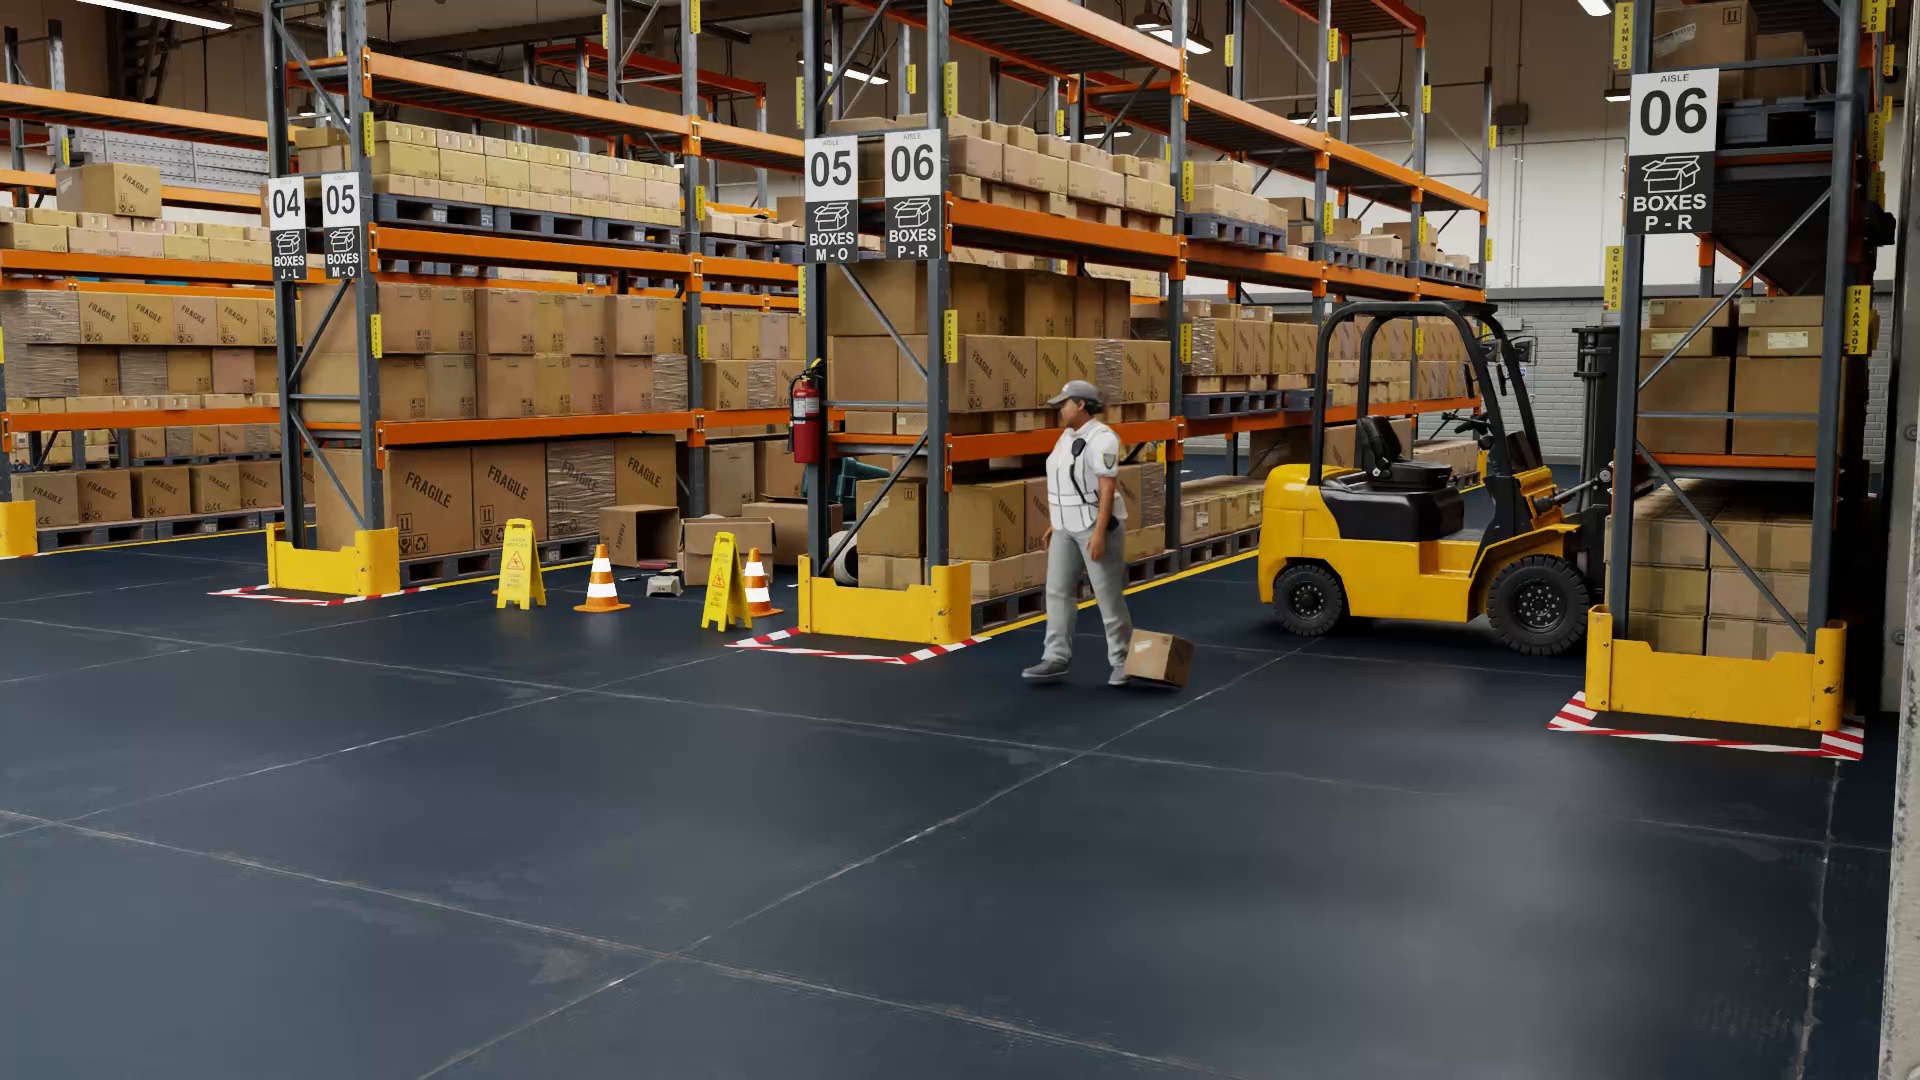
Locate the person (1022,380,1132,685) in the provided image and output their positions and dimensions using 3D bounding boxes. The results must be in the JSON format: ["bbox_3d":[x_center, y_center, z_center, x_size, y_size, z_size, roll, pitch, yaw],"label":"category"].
[{"bbox_3d":[0.655,-0.047,9.118,0.561,1.656,0.587,-4,7,-36],"label":"person"}]
